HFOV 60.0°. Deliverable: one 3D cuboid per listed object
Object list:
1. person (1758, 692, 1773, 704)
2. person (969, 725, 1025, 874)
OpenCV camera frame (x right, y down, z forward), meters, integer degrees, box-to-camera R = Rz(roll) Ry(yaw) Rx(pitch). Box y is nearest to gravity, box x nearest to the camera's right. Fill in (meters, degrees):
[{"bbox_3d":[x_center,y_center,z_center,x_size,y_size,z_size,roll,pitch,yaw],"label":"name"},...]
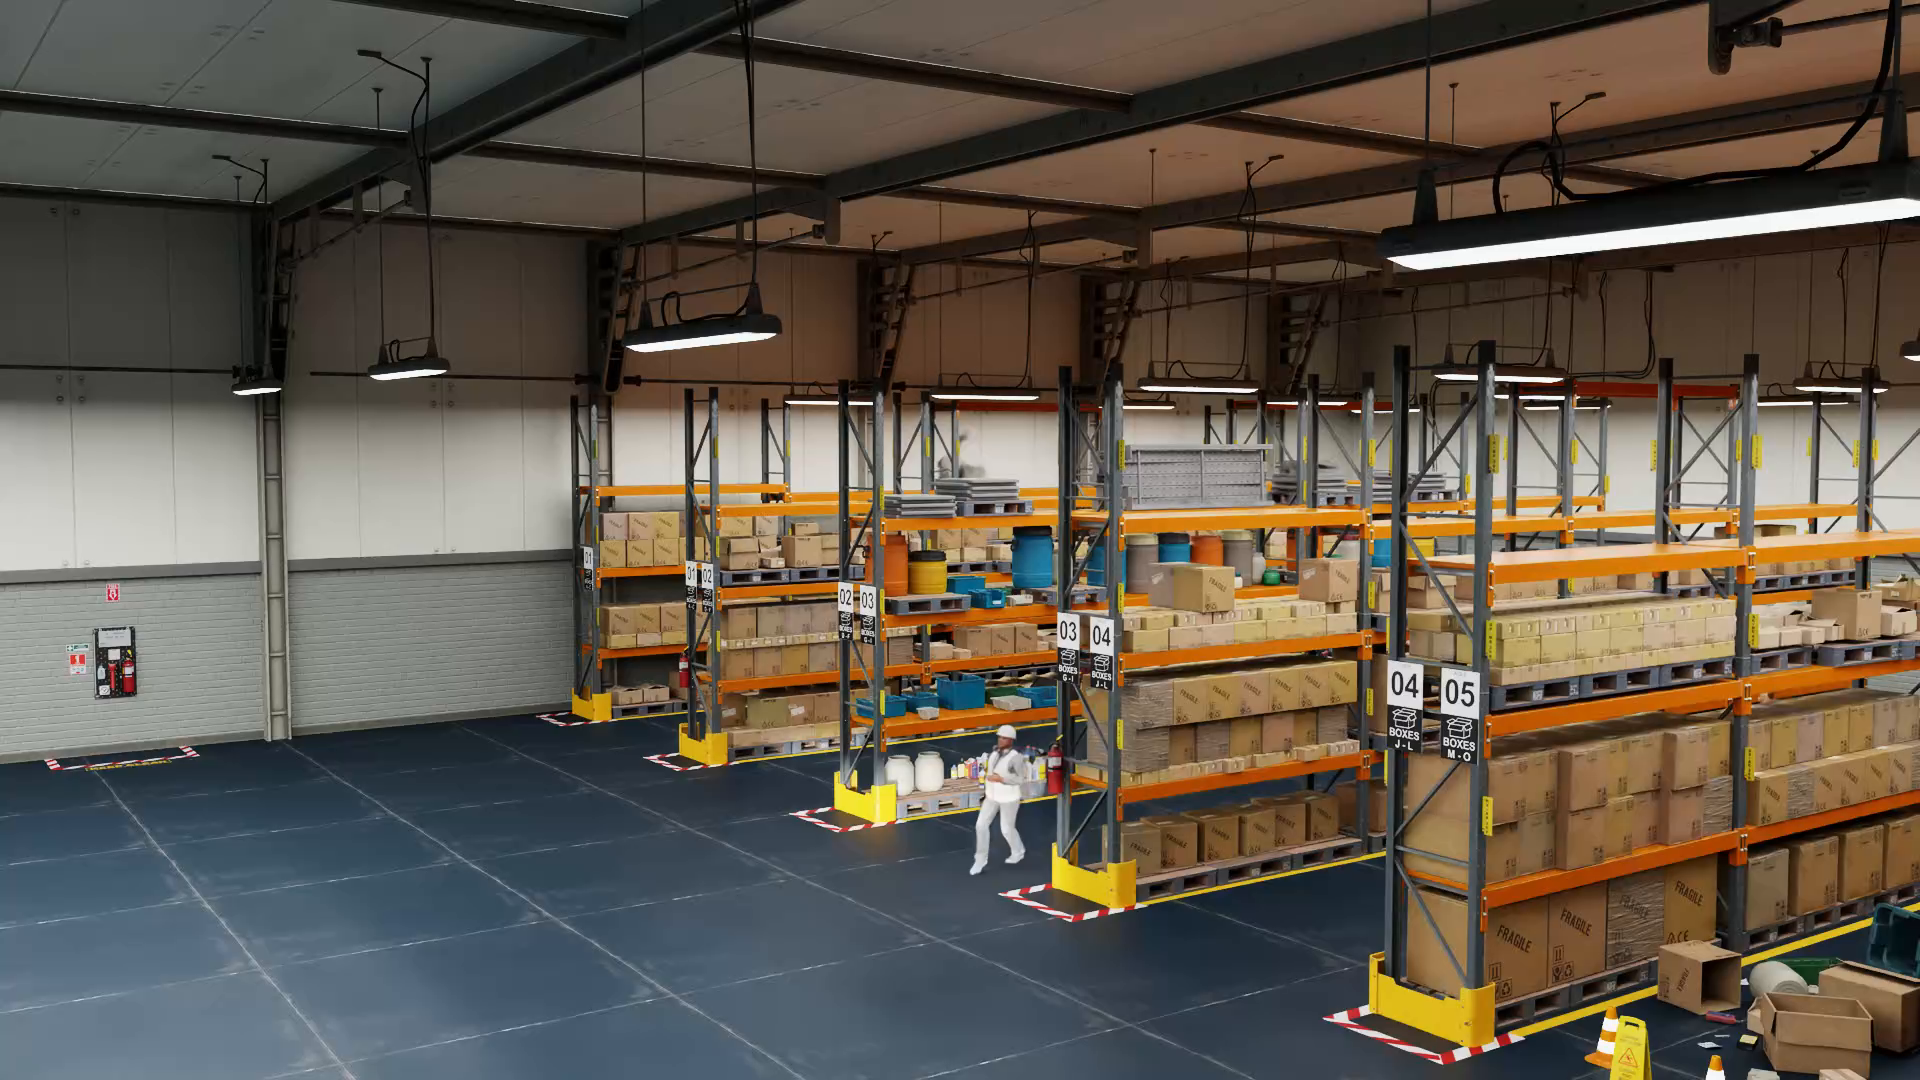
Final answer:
[{"bbox_3d":[11.204,2.919,23.202,0.845,1.712,0.543,-3,4,-40],"label":"person"},{"bbox_3d":[0.544,3.104,19.887,0.665,1.819,0.774,3,5,43],"label":"person"}]
